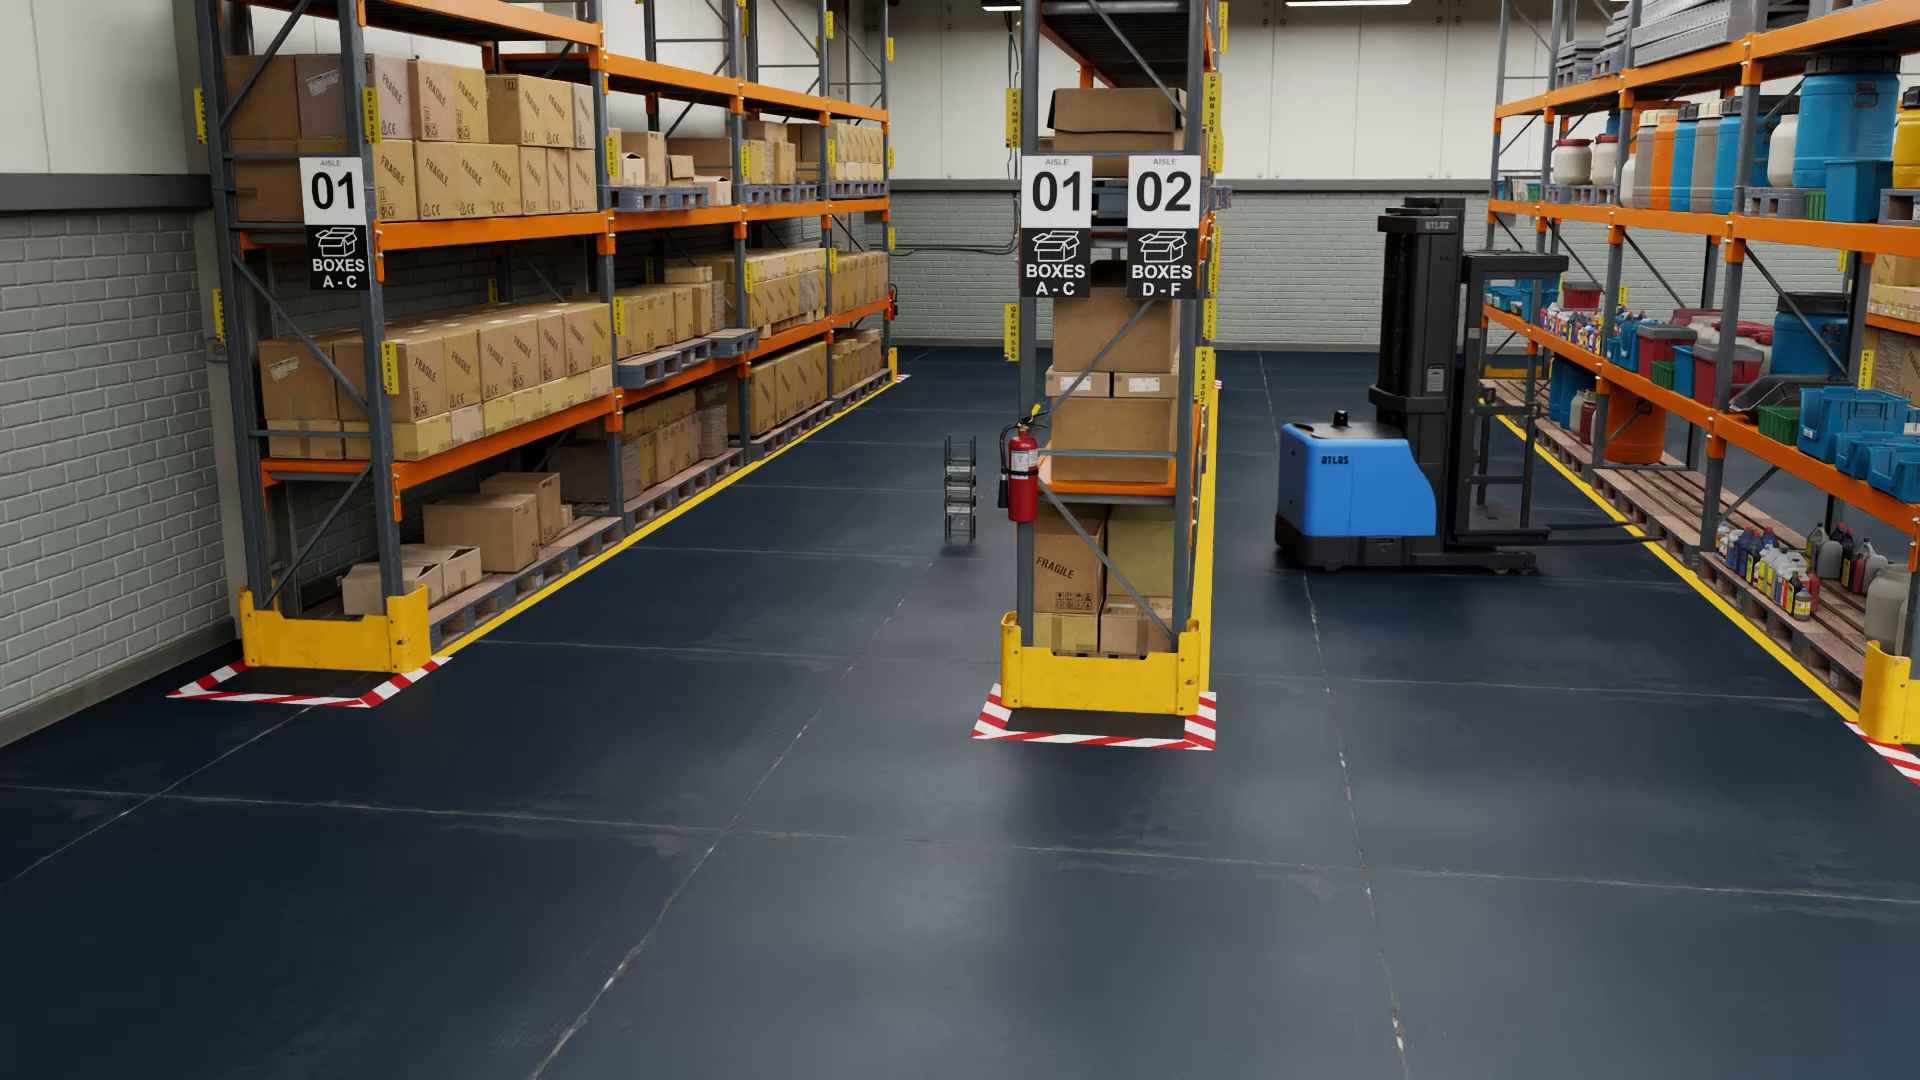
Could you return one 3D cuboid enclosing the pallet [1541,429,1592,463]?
[{"bbox_3d":[7.237,-1.056,18.894,1.003,0.211,1.213,2,12,9],"label":"pallet"}]

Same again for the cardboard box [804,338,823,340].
[{"bbox_3d":[-2.051,-2.801,23.766,0.380,0.149,0.250,2,12,9],"label":"cardboard box"}]

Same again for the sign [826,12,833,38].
[{"bbox_3d":[-1.669,-6.567,21.202,0.100,0.325,0.005,2,12,9],"label":"sign"}]

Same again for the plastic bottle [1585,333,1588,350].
[{"bbox_3d":[6.724,-2.134,17.747,0.097,0.201,0.097,0,12,0],"label":"plastic bottle"}]

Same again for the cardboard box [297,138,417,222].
[{"bbox_3d":[-3.754,-2.243,10.377,0.500,0.500,0.500,2,12,10],"label":"cardboard box"}]

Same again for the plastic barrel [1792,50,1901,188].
[{"bbox_3d":[6.093,-2.881,11.436,0.600,0.901,0.708,2,12,9],"label":"plastic barrel"}]

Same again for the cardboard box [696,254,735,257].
[{"bbox_3d":[-2.843,-3.210,19.496,0.500,0.250,0.500,2,12,7],"label":"cardboard box"}]

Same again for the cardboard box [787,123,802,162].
[{"bbox_3d":[-2.330,-5.321,22.287,0.500,0.500,0.500,2,12,8],"label":"cardboard box"}]

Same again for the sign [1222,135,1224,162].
[{"bbox_3d":[3.237,-4.889,20.778,0.100,0.325,0.005,2,12,9],"label":"sign"}]

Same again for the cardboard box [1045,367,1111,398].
[{"bbox_3d":[0.713,-0.949,9.998,0.380,0.149,0.250,2,12,8],"label":"cardboard box"}]

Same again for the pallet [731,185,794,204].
[{"bbox_3d":[-2.607,-4.065,19.562,1.003,0.211,1.213,2,12,11],"label":"pallet"}]

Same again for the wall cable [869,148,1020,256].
[{"bbox_3d":[-0.369,-6.568,30.979,3.097,2.526,0.112,2,12,9],"label":"wall cable"}]

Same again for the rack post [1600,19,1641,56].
[{"bbox_3d":[7.038,-5.049,16.740,0.954,0.300,0.937,2,12,9],"label":"rack post"}]

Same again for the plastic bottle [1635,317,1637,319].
[{"bbox_3d":[7.579,-2.370,18.676,0.097,0.271,0.097,0,12,0],"label":"plastic bottle"}]

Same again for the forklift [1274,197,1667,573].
[{"bbox_3d":[4.202,-1.279,13.471,3.031,2.935,1.130,-1,12,-2],"label":"forklift"}]

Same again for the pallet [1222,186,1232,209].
[{"bbox_3d":[2.057,-3.392,16.441,1.213,0.211,1.003,2,12,11],"label":"pallet"}]

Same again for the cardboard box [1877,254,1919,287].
[{"bbox_3d":[12.600,-3.641,22.139,0.500,0.500,0.500,2,12,7],"label":"cardboard box"}]

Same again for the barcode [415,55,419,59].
[{"bbox_3d":[-4.076,-3.609,12.489,0.001,0.075,0.075,2,12,9],"label":"barcode"}]

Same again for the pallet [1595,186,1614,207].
[{"bbox_3d":[7.181,-3.531,17.086,1.003,0.211,1.213,2,12,9],"label":"pallet"}]

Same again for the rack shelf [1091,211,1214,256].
[{"bbox_3d":[1.766,-2.860,15.234,1.077,0.370,4.000,2,12,9],"label":"rack shelf"}]

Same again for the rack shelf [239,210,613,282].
[{"bbox_3d":[-3.745,-2.188,12.112,1.077,0.370,4.000,2,12,9],"label":"rack shelf"}]

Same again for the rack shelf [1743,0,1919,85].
[{"bbox_3d":[6.044,-3.137,10.348,1.077,0.370,4.000,2,12,9],"label":"rack shelf"}]

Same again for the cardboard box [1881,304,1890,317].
[{"bbox_3d":[12.515,-3.052,22.131,0.380,0.149,0.250,2,12,8],"label":"cardboard box"}]

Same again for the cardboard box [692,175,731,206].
[{"bbox_3d":[-2.666,-3.596,17.103,0.500,0.311,0.500,2,12,9],"label":"cardboard box"}]

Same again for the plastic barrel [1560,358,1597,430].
[{"bbox_3d":[7.373,-1.753,19.491,0.600,0.901,0.708,2,12,9],"label":"plastic barrel"}]

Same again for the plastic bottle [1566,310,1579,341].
[{"bbox_3d":[6.898,-2.411,18.677,0.144,0.351,0.185,2,12,9],"label":"plastic bottle"}]

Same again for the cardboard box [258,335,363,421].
[{"bbox_3d":[-4.190,-1.065,10.842,0.500,0.500,0.500,2,12,8],"label":"cardboard box"}]

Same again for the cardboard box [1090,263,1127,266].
[{"bbox_3d":[1.319,-1.815,12.477,0.700,0.500,0.500,2,12,9],"label":"cardboard box"}]

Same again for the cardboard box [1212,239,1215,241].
[{"bbox_3d":[3.118,-3.729,22.065,0.500,0.500,0.500,1,12,7],"label":"cardboard box"}]

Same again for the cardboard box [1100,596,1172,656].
[{"bbox_3d":[1.145,0.538,10.409,0.500,0.250,0.500,2,12,9],"label":"cardboard box"}]

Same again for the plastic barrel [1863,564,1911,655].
[{"bbox_3d":[5.839,0.431,10.280,0.421,0.512,0.421,0,12,0],"label":"plastic barrel"}]

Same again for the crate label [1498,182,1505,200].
[{"bbox_3d":[7.736,-4.878,23.242,0.408,0.251,0.502,2,12,9],"label":"crate label"}]

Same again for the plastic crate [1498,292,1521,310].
[{"bbox_3d":[7.632,-3.299,22.936,0.416,0.233,0.300,2,12,9],"label":"plastic crate"}]

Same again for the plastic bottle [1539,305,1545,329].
[{"bbox_3d":[7.104,-2.714,20.244,0.061,0.283,0.133,2,12,9],"label":"plastic bottle"}]

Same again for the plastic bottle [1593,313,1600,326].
[{"bbox_3d":[7.715,-2.644,20.114,0.097,0.201,0.097,0,12,0],"label":"plastic bottle"}]

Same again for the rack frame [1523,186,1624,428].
[{"bbox_3d":[7.582,-2.834,20.522,1.000,3.000,0.127,2,12,9],"label":"rack frame"}]

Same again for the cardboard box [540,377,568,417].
[{"bbox_3d":[-3.358,-1.109,12.826,0.500,0.250,0.500,2,12,8],"label":"cardboard box"}]

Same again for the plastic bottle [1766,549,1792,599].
[{"bbox_3d":[5.695,0.233,11.537,0.144,0.351,0.185,2,12,11],"label":"plastic bottle"}]

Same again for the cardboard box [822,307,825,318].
[{"bbox_3d":[-1.979,-2.962,21.666,0.380,0.149,0.250,2,12,9],"label":"cardboard box"}]

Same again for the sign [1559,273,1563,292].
[{"bbox_3d":[8.743,-3.732,24.301,0.100,0.325,0.005,2,12,9],"label":"sign"}]

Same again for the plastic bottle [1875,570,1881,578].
[{"bbox_3d":[6.438,0.294,11.605,0.097,0.201,0.097,0,12,0],"label":"plastic bottle"}]

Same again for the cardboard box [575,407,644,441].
[{"bbox_3d":[-3.276,-1.094,15.561,0.500,0.250,0.500,2,12,7],"label":"cardboard box"}]

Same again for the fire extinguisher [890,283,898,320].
[{"bbox_3d":[-1.113,-3.784,25.998,0.296,0.674,0.183,2,12,9],"label":"fire extinguisher"}]

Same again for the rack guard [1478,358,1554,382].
[{"bbox_3d":[8.188,-2.450,24.674,1.175,0.500,0.348,2,12,9],"label":"rack guard"}]

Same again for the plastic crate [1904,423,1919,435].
[{"bbox_3d":[6.352,-0.693,11.215,0.530,0.136,0.437,2,12,9],"label":"plastic crate"}]

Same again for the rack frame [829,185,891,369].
[{"bbox_3d":[-1.592,-3.987,25.875,1.000,3.000,0.127,2,12,9],"label":"rack frame"}]

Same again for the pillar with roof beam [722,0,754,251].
[{"bbox_3d":[1.300,-6.121,21.538,9.100,9.000,0.400,2,12,9],"label":"pillar with roof beam"}]

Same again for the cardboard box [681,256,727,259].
[{"bbox_3d":[-2.926,-3.103,19.001,0.500,0.250,0.500,1,12,7],"label":"cardboard box"}]

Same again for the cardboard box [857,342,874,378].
[{"bbox_3d":[-1.678,-2.717,24.919,0.700,0.500,0.500,2,12,8],"label":"cardboard box"}]

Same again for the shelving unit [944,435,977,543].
[{"bbox_3d":[0.001,-0.442,14.406,0.258,0.900,0.210,2,12,9],"label":"shelving unit"}]

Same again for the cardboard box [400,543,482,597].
[{"bbox_3d":[-3.770,0.183,11.862,0.500,0.311,0.500,3,13,13],"label":"cardboard box"}]
